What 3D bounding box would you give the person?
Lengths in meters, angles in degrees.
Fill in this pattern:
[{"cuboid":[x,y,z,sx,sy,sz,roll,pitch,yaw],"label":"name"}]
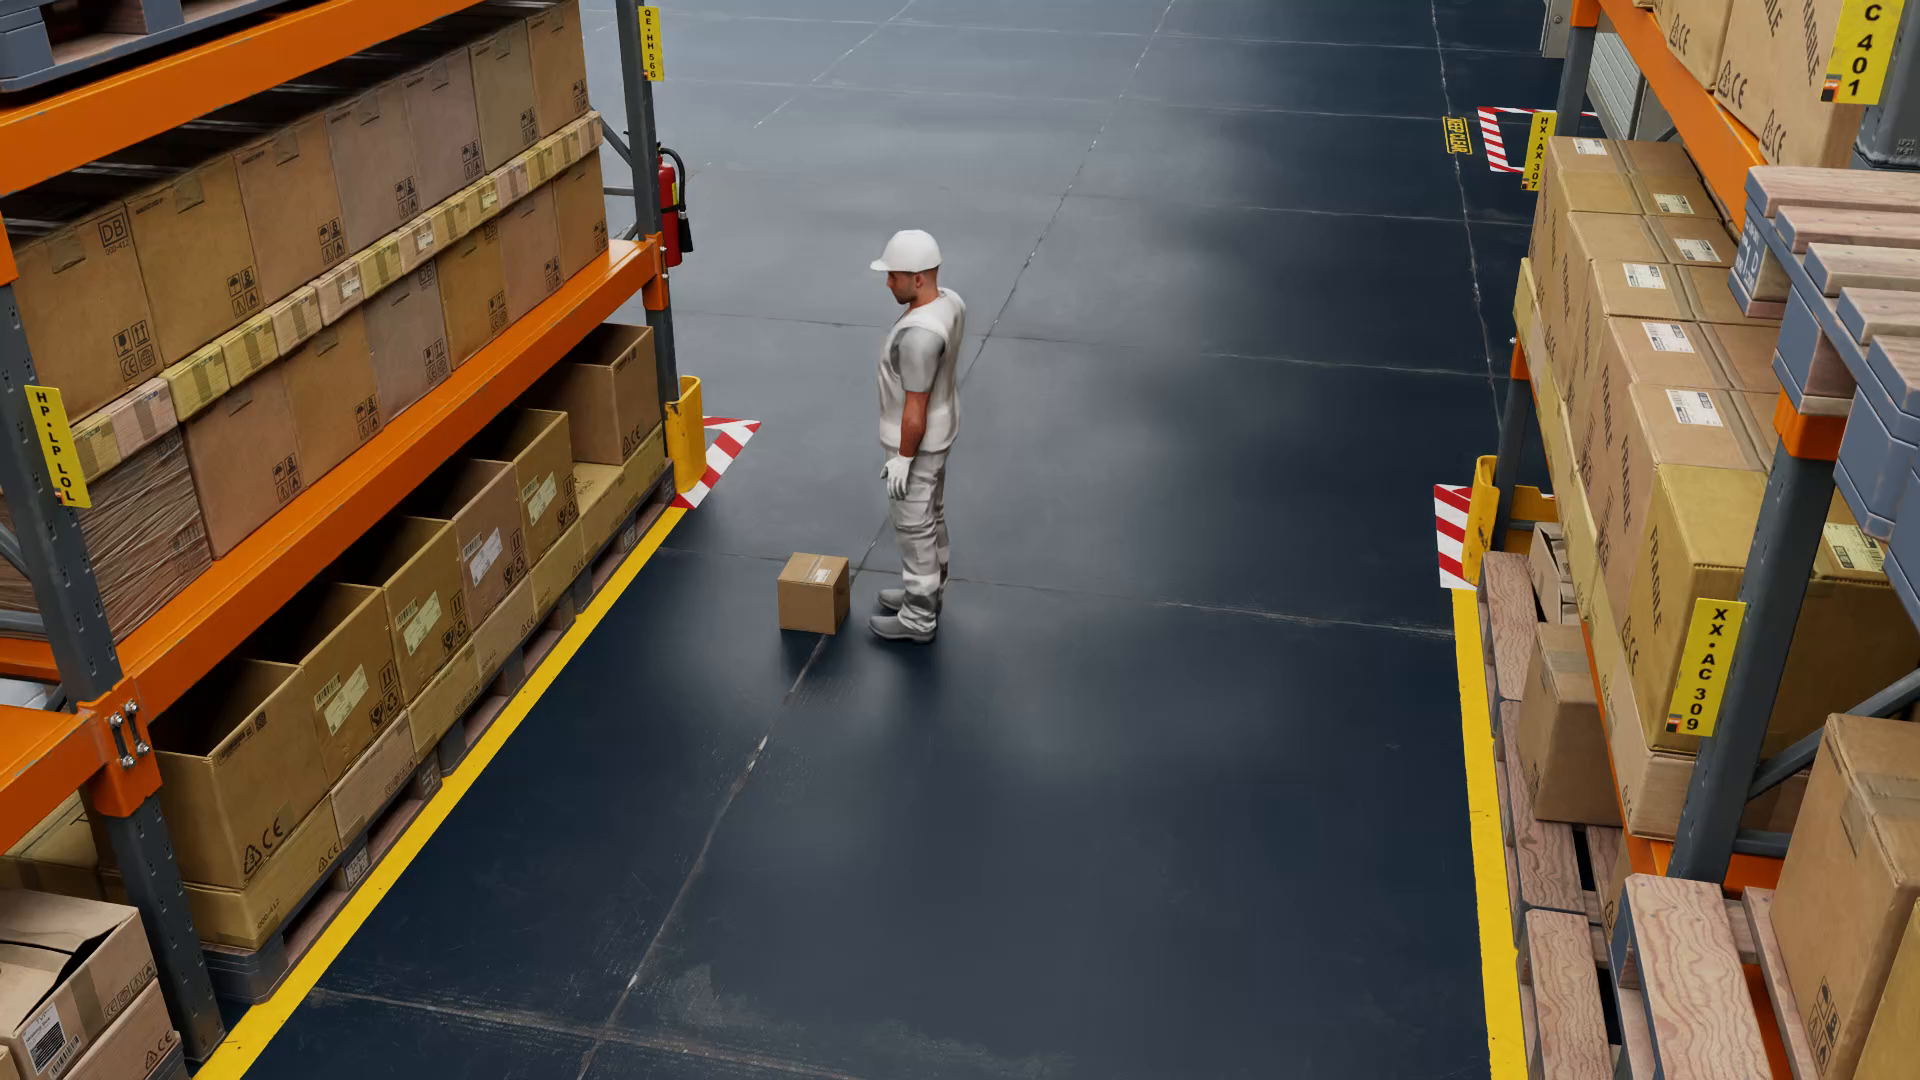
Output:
[{"cuboid":[-0.205,-0.407,6.821,0.413,1.788,0.535,6,29,11],"label":"person"}]
